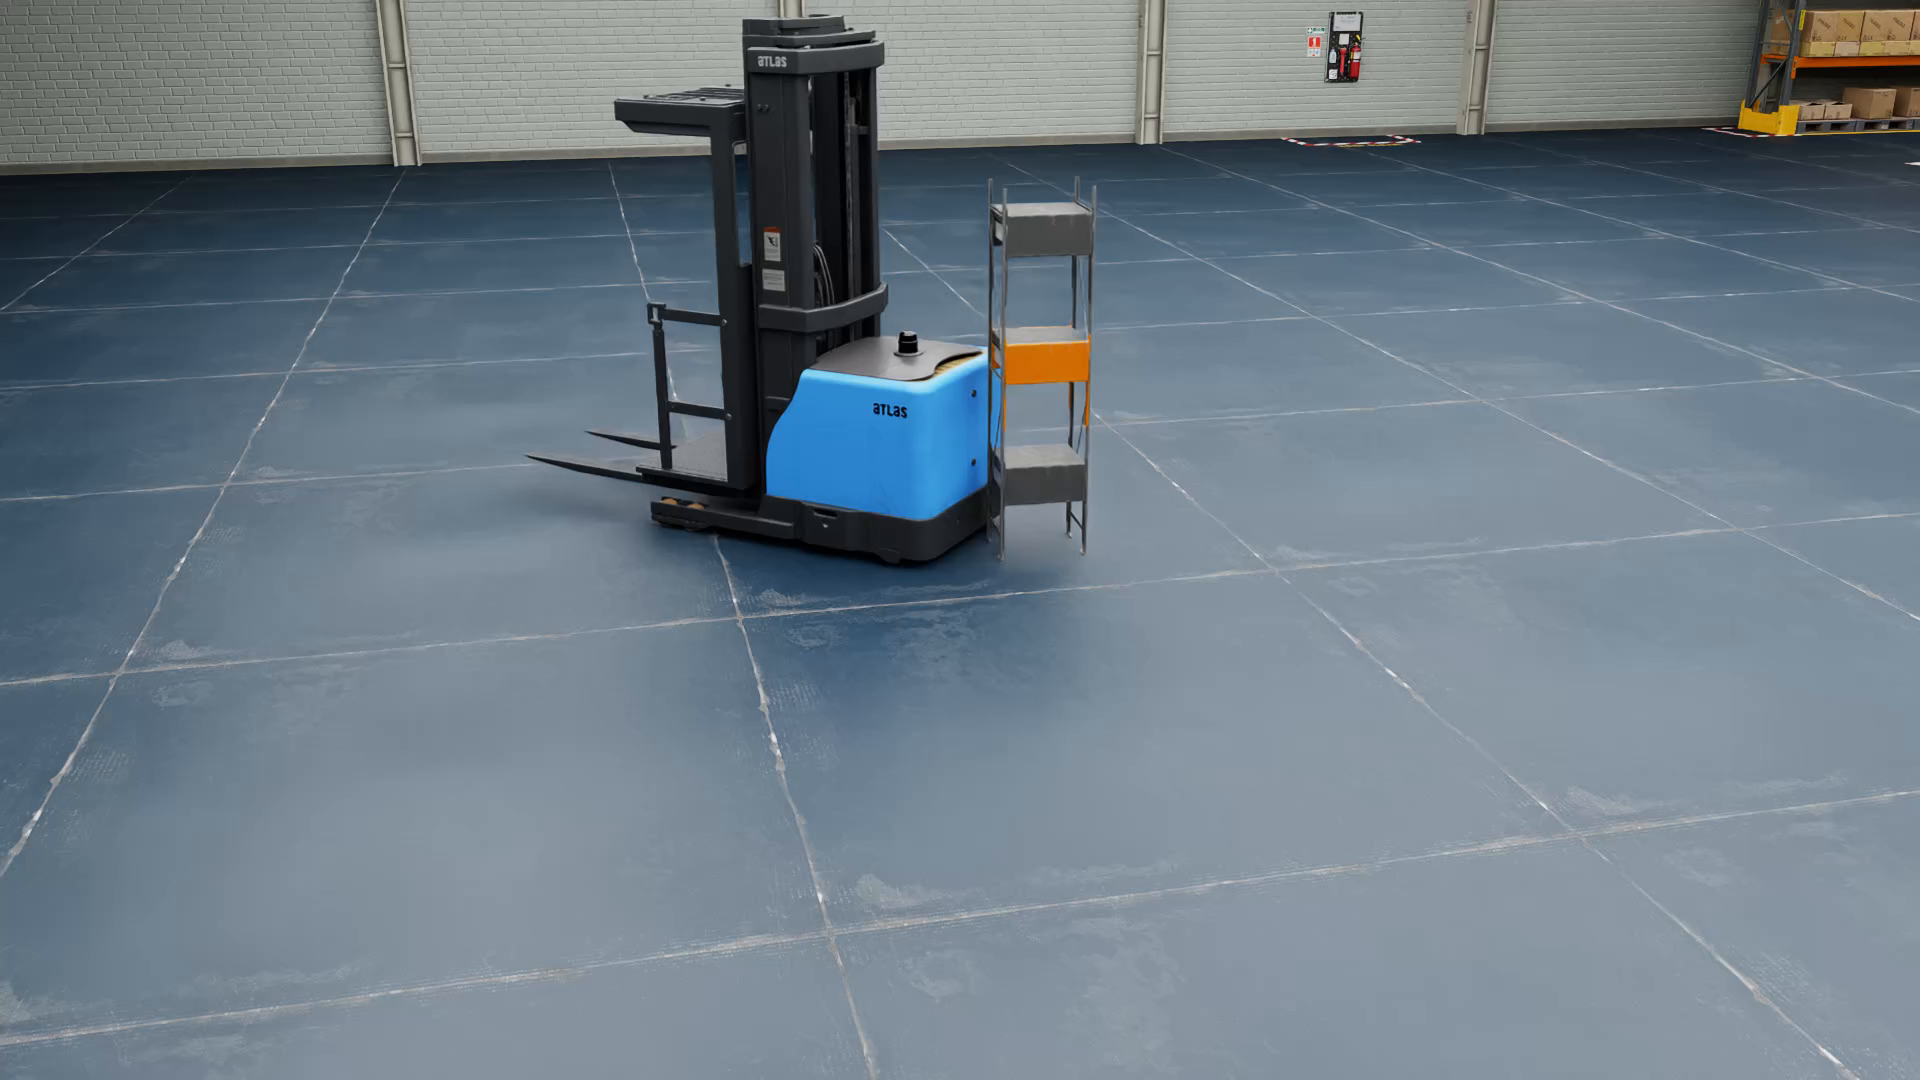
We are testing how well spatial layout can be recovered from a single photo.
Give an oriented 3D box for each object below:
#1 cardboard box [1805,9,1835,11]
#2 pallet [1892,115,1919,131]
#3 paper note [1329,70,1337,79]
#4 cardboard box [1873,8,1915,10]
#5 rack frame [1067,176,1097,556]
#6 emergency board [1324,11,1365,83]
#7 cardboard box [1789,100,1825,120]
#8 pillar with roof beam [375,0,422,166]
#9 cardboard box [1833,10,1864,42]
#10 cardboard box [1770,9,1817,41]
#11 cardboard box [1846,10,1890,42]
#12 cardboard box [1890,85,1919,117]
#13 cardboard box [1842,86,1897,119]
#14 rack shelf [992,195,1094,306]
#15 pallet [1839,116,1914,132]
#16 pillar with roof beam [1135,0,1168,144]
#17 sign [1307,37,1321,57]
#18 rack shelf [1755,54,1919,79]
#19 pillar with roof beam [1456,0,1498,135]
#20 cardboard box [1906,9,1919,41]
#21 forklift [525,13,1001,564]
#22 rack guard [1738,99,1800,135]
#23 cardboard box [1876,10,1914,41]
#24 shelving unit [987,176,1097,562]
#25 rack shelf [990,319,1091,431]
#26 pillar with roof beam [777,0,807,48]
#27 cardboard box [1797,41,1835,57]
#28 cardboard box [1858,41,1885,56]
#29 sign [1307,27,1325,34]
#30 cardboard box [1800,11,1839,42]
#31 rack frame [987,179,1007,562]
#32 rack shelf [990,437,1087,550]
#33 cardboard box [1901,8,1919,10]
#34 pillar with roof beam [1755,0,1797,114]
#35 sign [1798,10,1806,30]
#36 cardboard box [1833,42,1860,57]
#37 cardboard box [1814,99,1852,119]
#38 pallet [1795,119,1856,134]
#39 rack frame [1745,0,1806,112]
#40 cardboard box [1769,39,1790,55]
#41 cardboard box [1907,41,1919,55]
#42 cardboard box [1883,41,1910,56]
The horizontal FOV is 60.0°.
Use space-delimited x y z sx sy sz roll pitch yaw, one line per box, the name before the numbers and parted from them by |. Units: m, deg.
cardboard box | 15.289 -9.175 29.598 0.500 0.500 0.500 -4 21 -12
pallet | 17.634 -7.681 30.475 1.213 0.211 1.003 -5 21 -12
paper note | 6.429 -8.021 28.631 0.142 0.148 0.016 -5 21 -12
cardboard box | 16.784 -9.302 29.945 0.500 0.500 0.500 -4 21 -11
rack frame | 0.682 -0.959 9.381 0.015 2.100 0.400 -4 20 -10
emergency board | 6.617 -8.426 28.455 0.643 1.169 0.194 -5 21 -12
cardboard box | 15.081 -7.707 29.763 0.500 0.311 0.500 -7 21 -19
pillar with roof beam | -7.496 -8.560 20.099 0.400 9.000 9.100 -5 21 -12
cardboard box | 15.404 -9.003 29.128 0.500 0.500 0.500 -5 21 -12
cardboard box | 14.797 -9.138 29.498 0.500 0.500 0.500 -5 21 -13
cardboard box | 15.909 -9.041 29.234 0.500 0.500 0.500 -5 21 -14
cardboard box | 17.279 -7.992 30.267 0.500 0.500 0.500 -6 21 -17
cardboard box | 16.362 -7.882 29.966 0.500 0.500 0.700 -6 21 -16
rack shelf | 0.442 -1.588 9.102 0.480 0.518 0.431 -4 20 -10
pallet | 16.445 -7.583 30.208 1.213 0.211 1.003 -5 21 -12
pillar with roof beam | 4.182 -9.510 22.692 0.400 9.000 9.100 -5 21 -12
sign | 6.055 -8.433 28.424 0.234 0.329 0.001 -5 21 -12
rack shelf | 16.334 -8.559 29.865 4.000 0.370 1.077 -5 21 -12
pillar with roof beam | 10.021 -9.984 23.988 0.400 9.000 9.100 -5 21 -12
cardboard box | 16.914 -9.128 29.470 0.500 0.500 0.500 -5 21 -14
forklift | -1.289 -1.577 9.857 3.031 2.935 1.130 10 22 25
rack guard | 14.461 -7.571 29.755 0.348 0.500 1.175 -5 21 -12
cardboard box | 16.408 -9.086 29.357 0.500 0.500 0.500 -4 20 -11
shelving unit | 0.442 -0.944 9.338 0.503 2.100 0.431 -4 20 -10
rack shelf | 0.442 -0.931 9.343 0.480 0.518 0.431 -4 20 -10
pillar with roof beam | -1.657 -9.035 21.396 0.400 9.000 9.100 -5 21 -12
cardboard box | 14.935 -8.610 29.146 0.500 0.250 0.500 -5 21 -14
cardboard box | 15.934 -8.694 29.376 0.500 0.250 0.500 -5 21 -13
sign | 6.061 -8.679 28.325 0.331 0.109 0.001 -5 21 -12
cardboard box | 14.921 -8.967 29.031 0.500 0.500 0.500 -5 21 -12
rack frame | 0.202 -0.928 9.295 0.015 2.100 0.400 -4 20 -10
rack shelf | 0.442 -0.274 9.583 0.480 0.518 0.431 -4 20 -10
cardboard box | 17.270 -9.339 30.047 0.500 0.500 0.500 -5 21 -13
pillar with roof beam | 15.860 -10.459 25.285 0.400 9.000 9.100 -5 21 -12
sign | 14.512 -8.963 28.664 0.005 0.325 0.100 -5 21 -12
cardboard box | 15.437 -8.656 29.272 0.500 0.250 0.500 -5 21 -14
cardboard box | 15.636 -7.752 29.886 0.500 0.311 0.500 -3 20 -8
pallet | 15.260 -7.488 29.948 1.213 0.211 1.003 -5 21 -12
rack frame | 14.387 -8.738 29.309 0.127 3.000 1.000 -5 21 -12
cardboard box | 14.798 -8.779 29.609 0.500 0.250 0.500 -4 21 -12
cardboard box | 16.916 -8.773 29.593 0.500 0.250 0.500 -5 21 -13
cardboard box | 16.427 -8.733 29.484 0.500 0.250 0.500 -4 21 -12
